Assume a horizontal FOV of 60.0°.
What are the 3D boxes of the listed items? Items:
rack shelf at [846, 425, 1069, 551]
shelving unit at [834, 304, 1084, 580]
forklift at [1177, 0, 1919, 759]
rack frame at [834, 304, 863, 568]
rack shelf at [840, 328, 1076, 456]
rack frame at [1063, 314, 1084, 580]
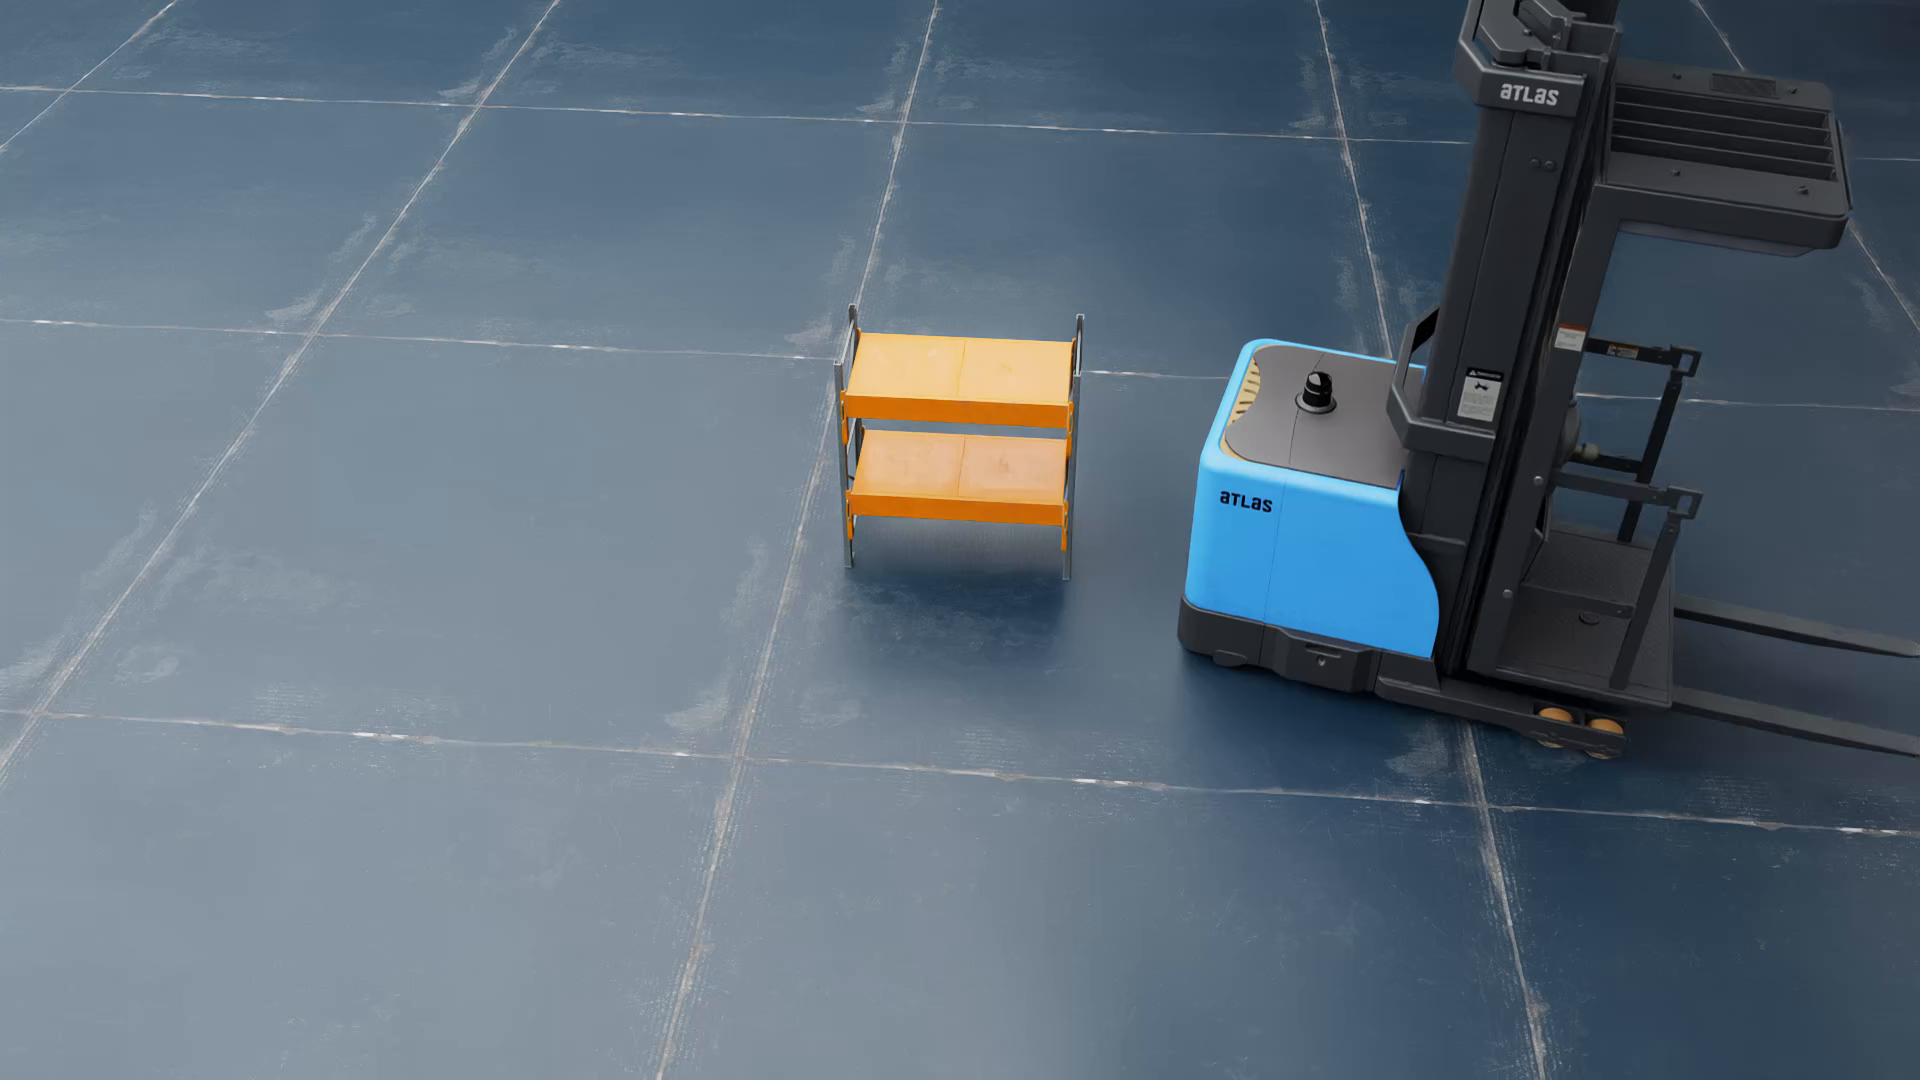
[{"bbox_3d":[0.007,-0.246,7.719,1.000,0.278,0.538,3,39,4],"label":"rack shelf"},{"bbox_3d":[0.007,-0.436,7.565,1.048,1.125,0.538,3,39,4],"label":"shelving unit"},{"bbox_3d":[2.526,-0.620,6.360,3.031,2.935,1.130,12,41,15],"label":"forklift"},{"bbox_3d":[-0.500,-0.464,7.599,0.032,1.125,0.500,3,39,4],"label":"rack frame"},{"bbox_3d":[0.007,-0.663,7.380,1.000,0.278,0.538,3,39,4],"label":"rack shelf"},{"bbox_3d":[0.513,-0.408,7.531,0.032,1.125,0.500,3,39,4],"label":"rack frame"}]
